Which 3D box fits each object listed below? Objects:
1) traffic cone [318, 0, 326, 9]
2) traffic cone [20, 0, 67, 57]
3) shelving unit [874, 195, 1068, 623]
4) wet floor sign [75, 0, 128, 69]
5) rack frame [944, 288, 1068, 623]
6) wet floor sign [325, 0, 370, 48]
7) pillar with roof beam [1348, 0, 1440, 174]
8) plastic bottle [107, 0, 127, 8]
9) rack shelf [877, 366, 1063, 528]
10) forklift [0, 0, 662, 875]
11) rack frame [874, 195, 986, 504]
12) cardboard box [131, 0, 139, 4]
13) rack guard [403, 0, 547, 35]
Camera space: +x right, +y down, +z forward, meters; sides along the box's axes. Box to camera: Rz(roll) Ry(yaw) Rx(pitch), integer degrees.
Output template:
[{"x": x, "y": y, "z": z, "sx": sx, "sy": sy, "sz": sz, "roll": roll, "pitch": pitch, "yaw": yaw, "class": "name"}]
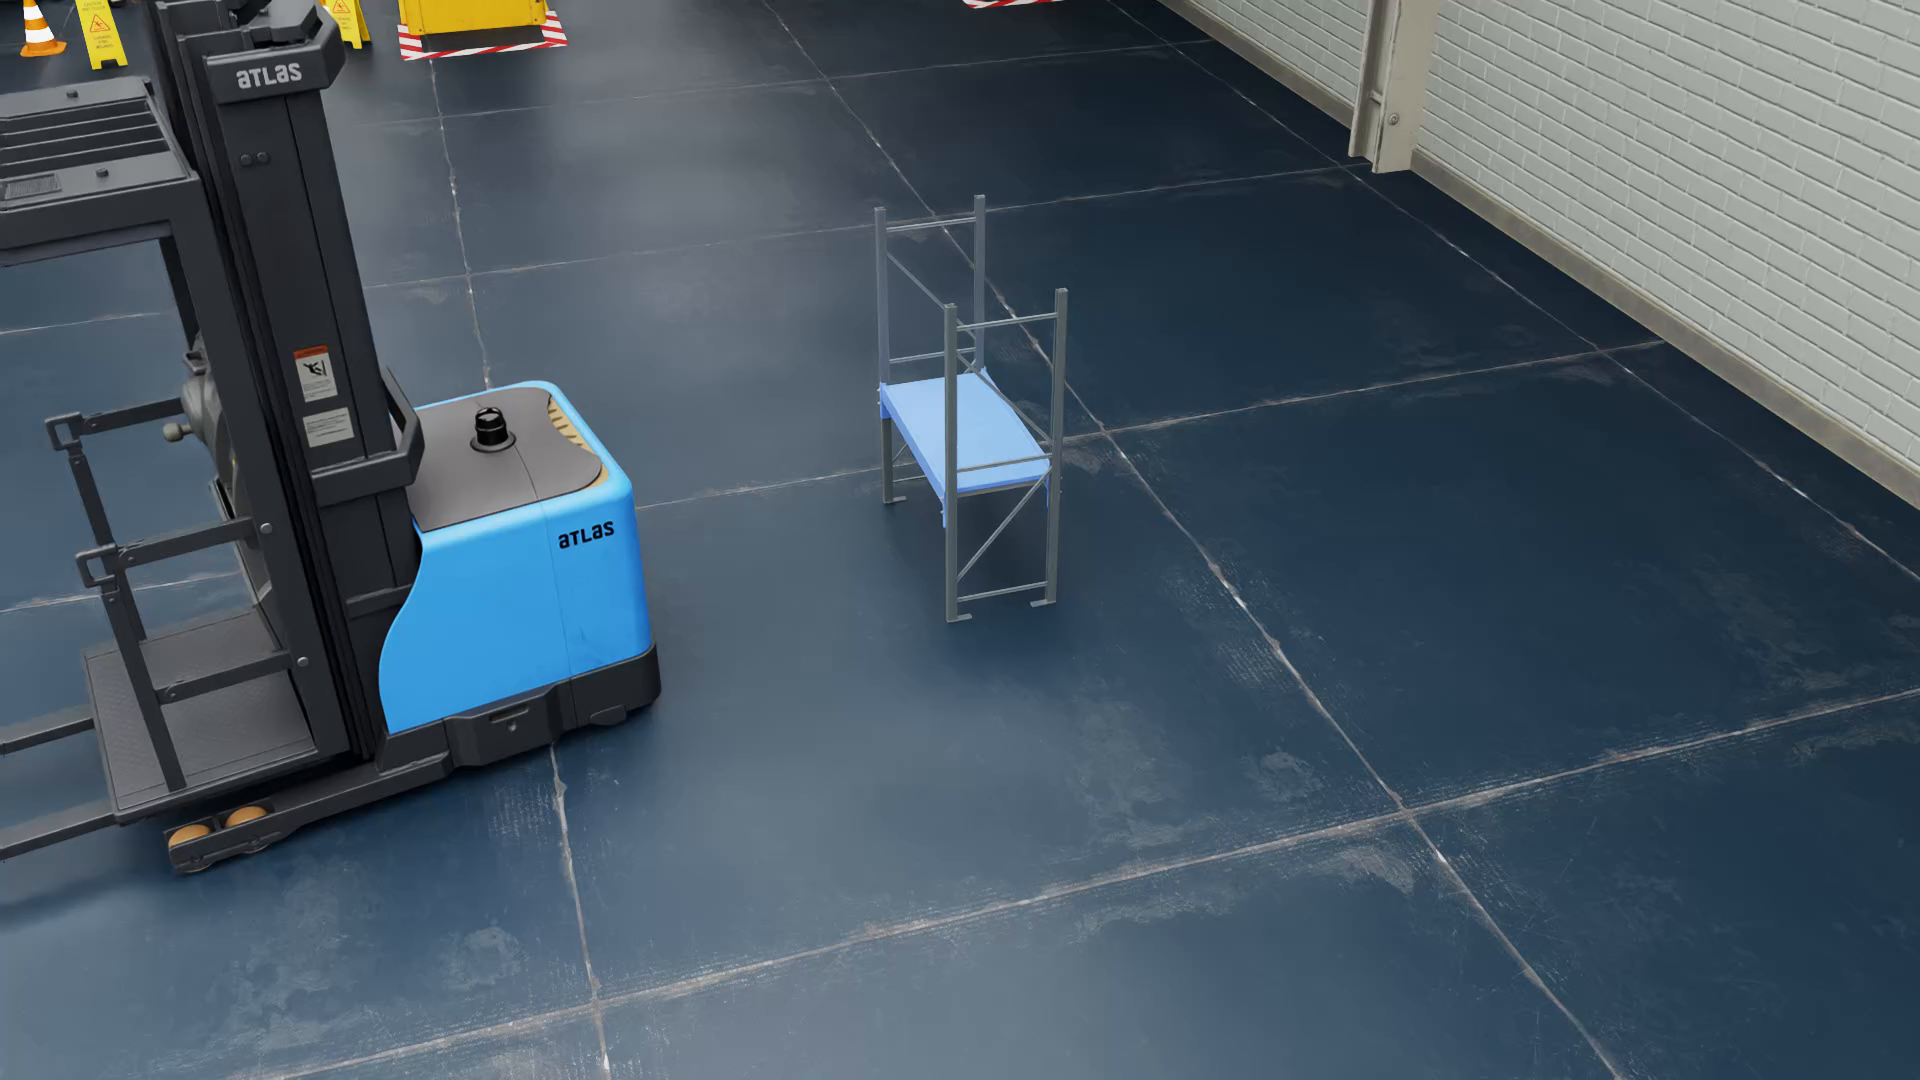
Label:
[{"x": -5.572, "y": -4.691, "z": 14.429, "sx": 0.336, "sy": 0.463, "sz": 0.334, "roll": -10, "pitch": 35, "yaw": -15, "class": "traffic cone"}, {"x": -7.705, "y": -4.314, "z": 13.859, "sx": 0.336, "sy": 0.463, "sz": 0.334, "roll": -10, "pitch": 35, "yaw": -15, "class": "traffic cone"}, {"x": 0.026, "y": -0.581, "z": 7.269, "sx": 0.538, "sy": 1.500, "sz": 1.048, "roll": -10, "pitch": 35, "yaw": -15, "class": "shelving unit"}, {"x": -7.001, "y": -4.190, "z": 13.506, "sx": 0.267, "sy": 0.644, "sz": 0.232, "roll": -16, "pitch": 37, "yaw": -23, "class": "wet floor sign"}, {"x": 0.181, "y": -0.314, "z": 6.865, "sx": 0.500, "sy": 1.500, "sz": 0.032, "roll": -10, "pitch": 35, "yaw": -15, "class": "rack frame"}, {"x": -5.173, "y": -4.478, "z": 13.942, "sx": 0.267, "sy": 0.644, "sz": 0.232, "roll": 1, "pitch": 33, "yaw": 2, "class": "wet floor sign"}, {"x": -1.110, "y": -5.723, "z": 8.248, "sx": 9.100, "sy": 9.000, "sz": 0.400, "roll": -10, "pitch": 35, "yaw": -15, "class": "pillar with roof beam"}, {"x": -7.682, "y": -4.905, "z": 15.117, "sx": 0.133, "sy": 0.061, "sz": 0.283, "roll": -23, "pitch": 40, "yaw": -31, "class": "plastic bottle"}, {"x": 0.026, "y": -0.431, "z": 7.368, "sx": 0.538, "sy": 0.185, "sz": 1.000, "roll": -10, "pitch": 35, "yaw": -15, "class": "rack shelf"}, {"x": -2.740, "y": -0.369, "z": 5.650, "sx": 3.031, "sy": 2.935, "sz": 1.130, "roll": -17, "pitch": 37, "yaw": -24, "class": "forklift"}, {"x": -0.129, "y": -0.848, "z": 7.673, "sx": 0.500, "sy": 1.500, "sz": 0.032, "roll": -10, "pitch": 35, "yaw": -15, "class": "rack frame"}, {"x": -7.159, "y": -5.195, "z": 15.156, "sx": 0.637, "sy": 0.503, "sz": 0.797, "roll": 19, "pitch": 38, "yaw": 26, "class": "cardboard box"}, {"x": -4.235, "y": -4.737, "z": 14.466, "sx": 1.175, "sy": 0.500, "sz": 0.348, "roll": -10, "pitch": 35, "yaw": -15, "class": "rack guard"}]
